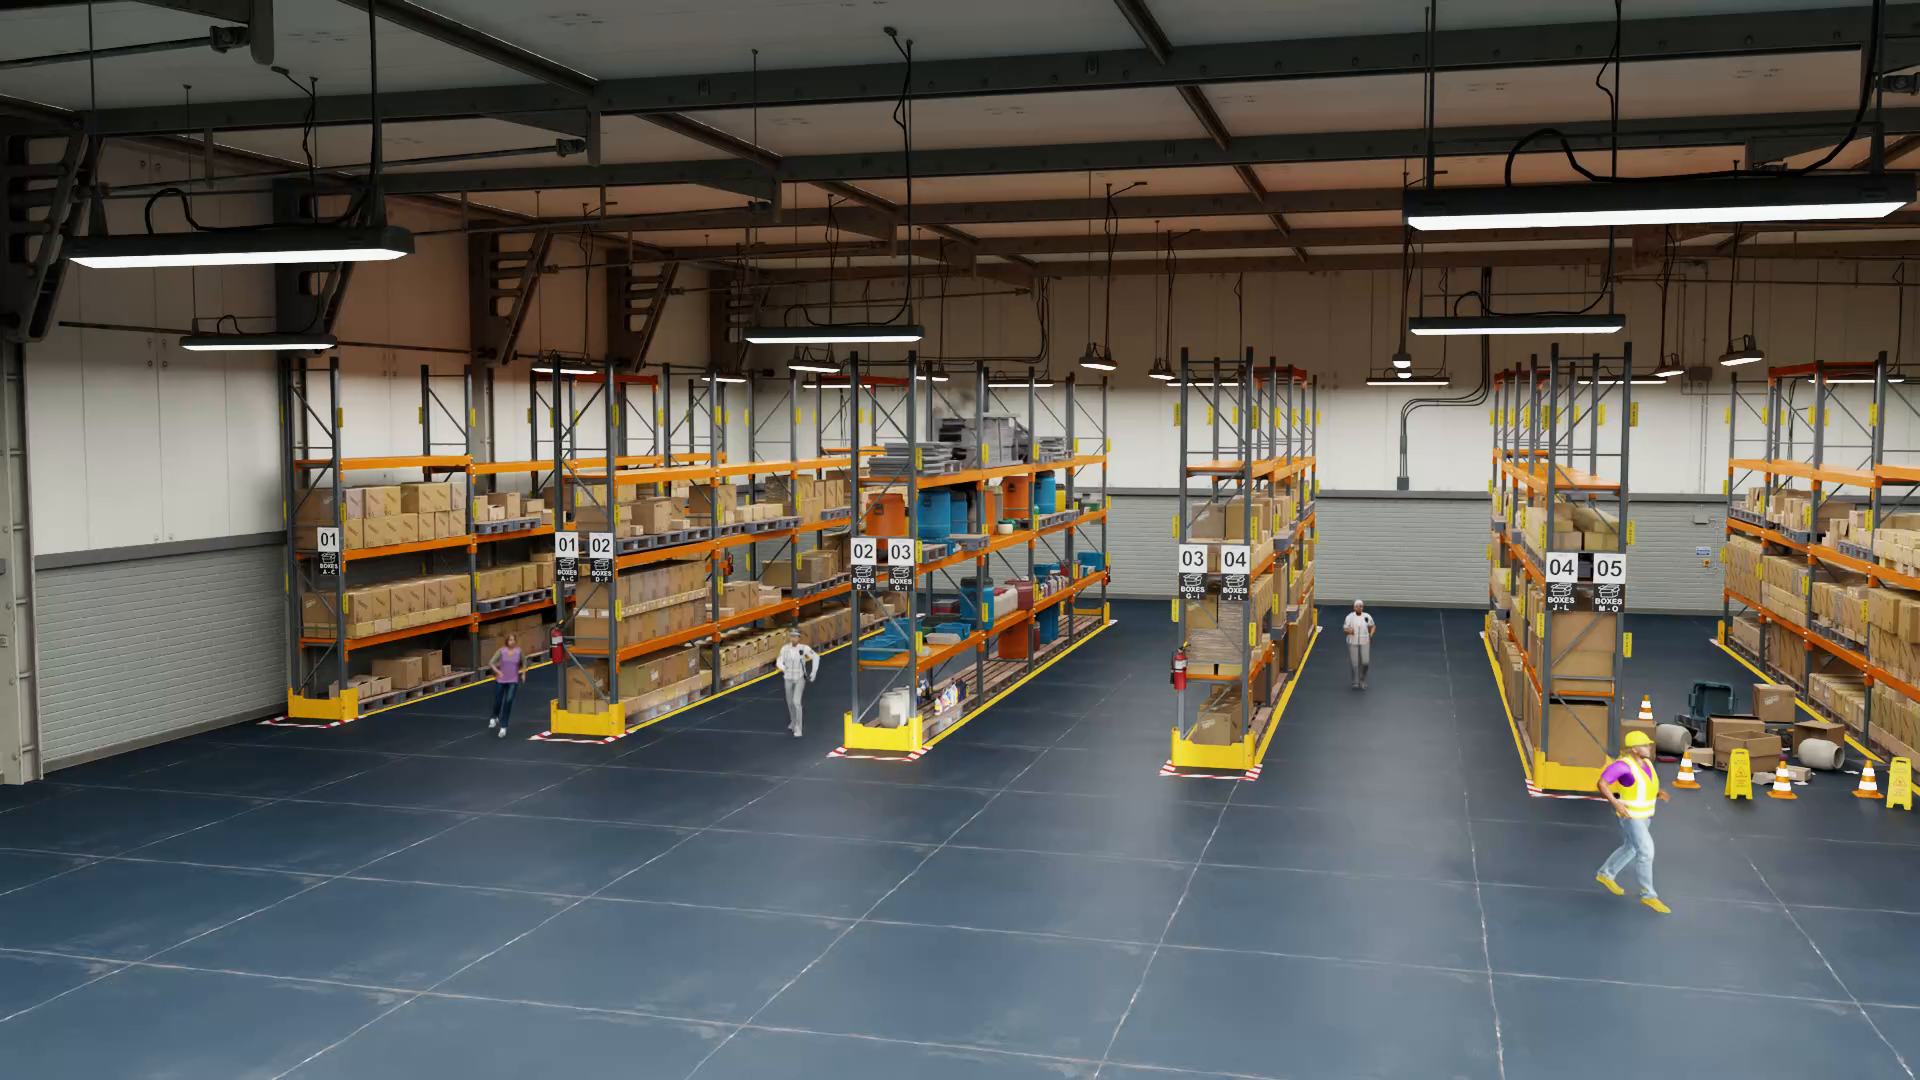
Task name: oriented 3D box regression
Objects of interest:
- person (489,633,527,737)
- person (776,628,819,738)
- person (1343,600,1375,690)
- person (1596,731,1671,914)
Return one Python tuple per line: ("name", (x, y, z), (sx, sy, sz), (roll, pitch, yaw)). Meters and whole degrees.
("person", (-7.173, 2.267, 26.380), (0.611, 1.586, 0.842), (-1, 4, -16))
("person", (-2.585, 2.245, 26.256), (0.640, 1.757, 0.713), (1, 4, 12))
("person", (7.353, 1.937, 30.624), (0.587, 1.660, 0.610), (1, 4, 11))
("person", (6.922, 2.845, 17.052), (0.701, 1.792, 0.849), (-4, 6, -43))
